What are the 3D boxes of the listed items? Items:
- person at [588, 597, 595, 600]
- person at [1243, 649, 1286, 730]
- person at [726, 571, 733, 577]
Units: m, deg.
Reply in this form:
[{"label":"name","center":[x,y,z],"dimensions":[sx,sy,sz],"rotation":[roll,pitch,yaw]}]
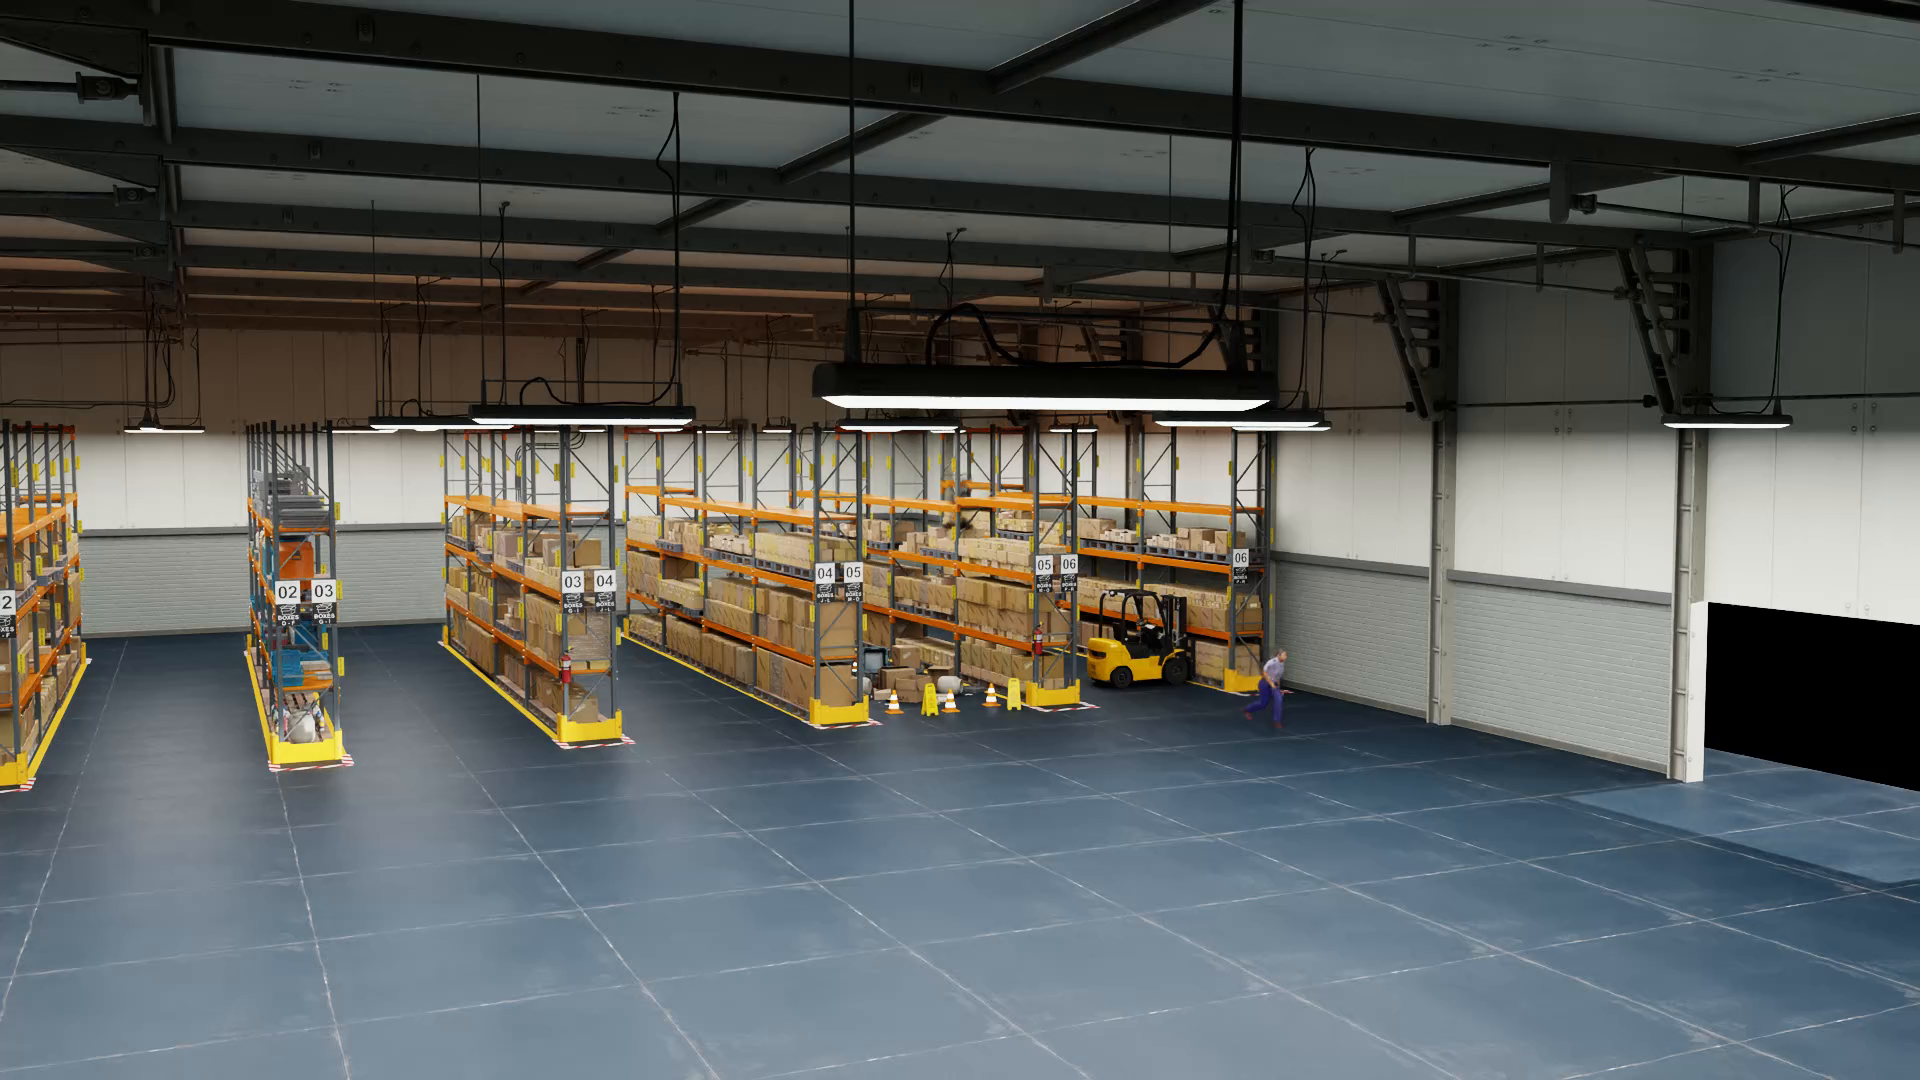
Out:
[{"label":"person","center":[-10.423,1.950,46.686],"dimensions":[0.723,1.753,0.621],"rotation":[0,4,-5]},{"label":"person","center":[6.014,2.914,32.771],"dimensions":[0.945,1.608,0.600],"rotation":[3,4,37]},{"label":"person","center":[-7.066,1.749,51.235],"dimensions":[0.537,1.586,0.744],"rotation":[3,4,37]}]
